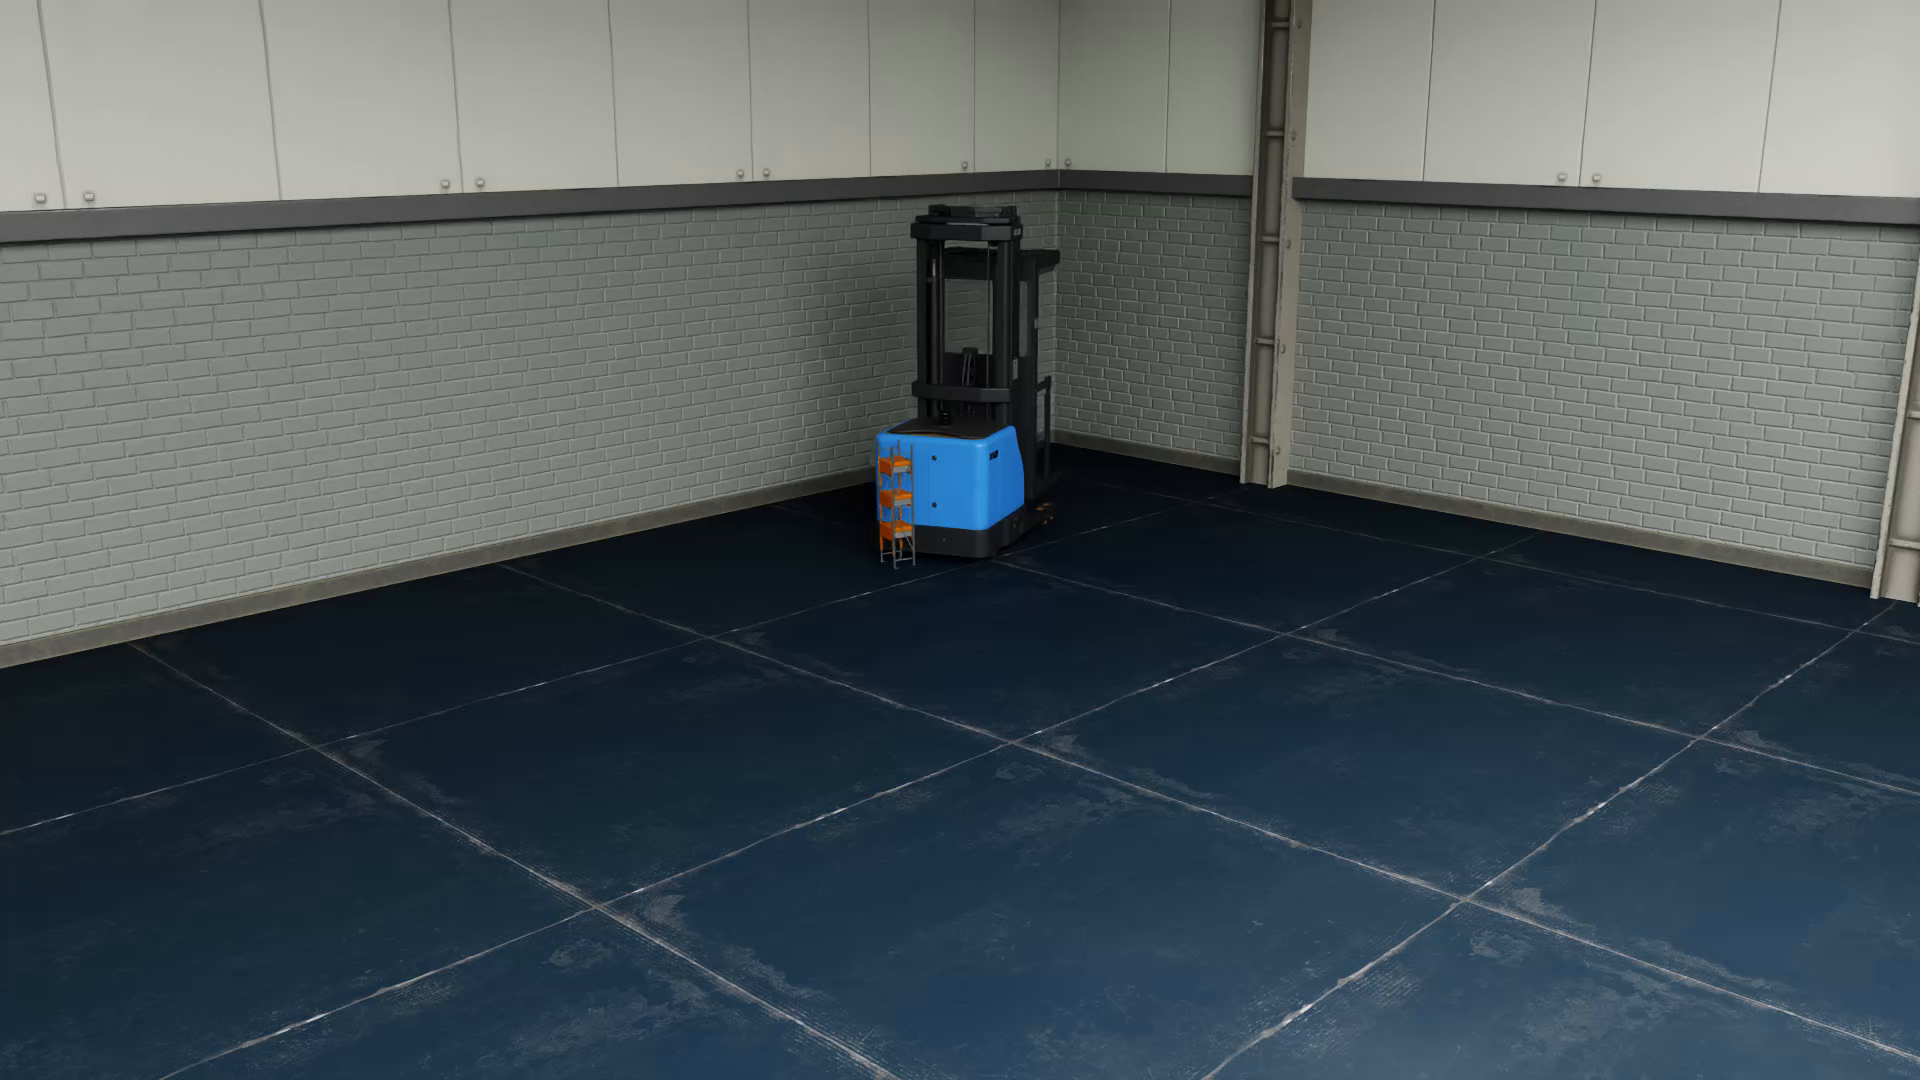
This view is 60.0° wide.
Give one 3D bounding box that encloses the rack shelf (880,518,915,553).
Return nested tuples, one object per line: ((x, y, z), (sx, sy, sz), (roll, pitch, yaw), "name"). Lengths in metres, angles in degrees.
((-0.531, -0.022, 14.075), (0.215, 0.259, 0.240), (-8, 17, -27), "rack shelf")

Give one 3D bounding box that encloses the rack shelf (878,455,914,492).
((-0.536, -0.565, 13.930), (0.215, 0.259, 0.240), (-8, 17, -27), "rack shelf")

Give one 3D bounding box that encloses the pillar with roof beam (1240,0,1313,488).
((0.152, -4.161, 13.056), (0.400, 9.000, 9.100), (14, 20, 42), "pillar with roof beam")

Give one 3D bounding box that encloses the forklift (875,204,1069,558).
((0.256, -1.592, 15.227), (1.130, 2.935, 3.031), (5, 16, 20), "forklift")

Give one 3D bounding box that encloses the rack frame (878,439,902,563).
((-0.592, -0.328, 14.104), (0.200, 1.050, 0.008), (-8, 17, -27), "rack frame")

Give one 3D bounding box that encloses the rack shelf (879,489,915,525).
((-0.533, -0.291, 14.003), (0.215, 0.259, 0.240), (-8, 17, -27), "rack shelf")

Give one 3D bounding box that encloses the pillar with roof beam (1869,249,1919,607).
((4.472, -3.111, 9.026), (0.400, 9.000, 9.100), (14, 20, 42), "pillar with roof beam")

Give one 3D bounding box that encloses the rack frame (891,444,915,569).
((-0.475, -0.274, 13.897), (0.200, 1.050, 0.008), (-8, 17, -27), "rack frame")

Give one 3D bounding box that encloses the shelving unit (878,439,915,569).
((-0.533, -0.301, 14.001), (0.215, 1.050, 0.252), (-8, 17, -27), "shelving unit")
